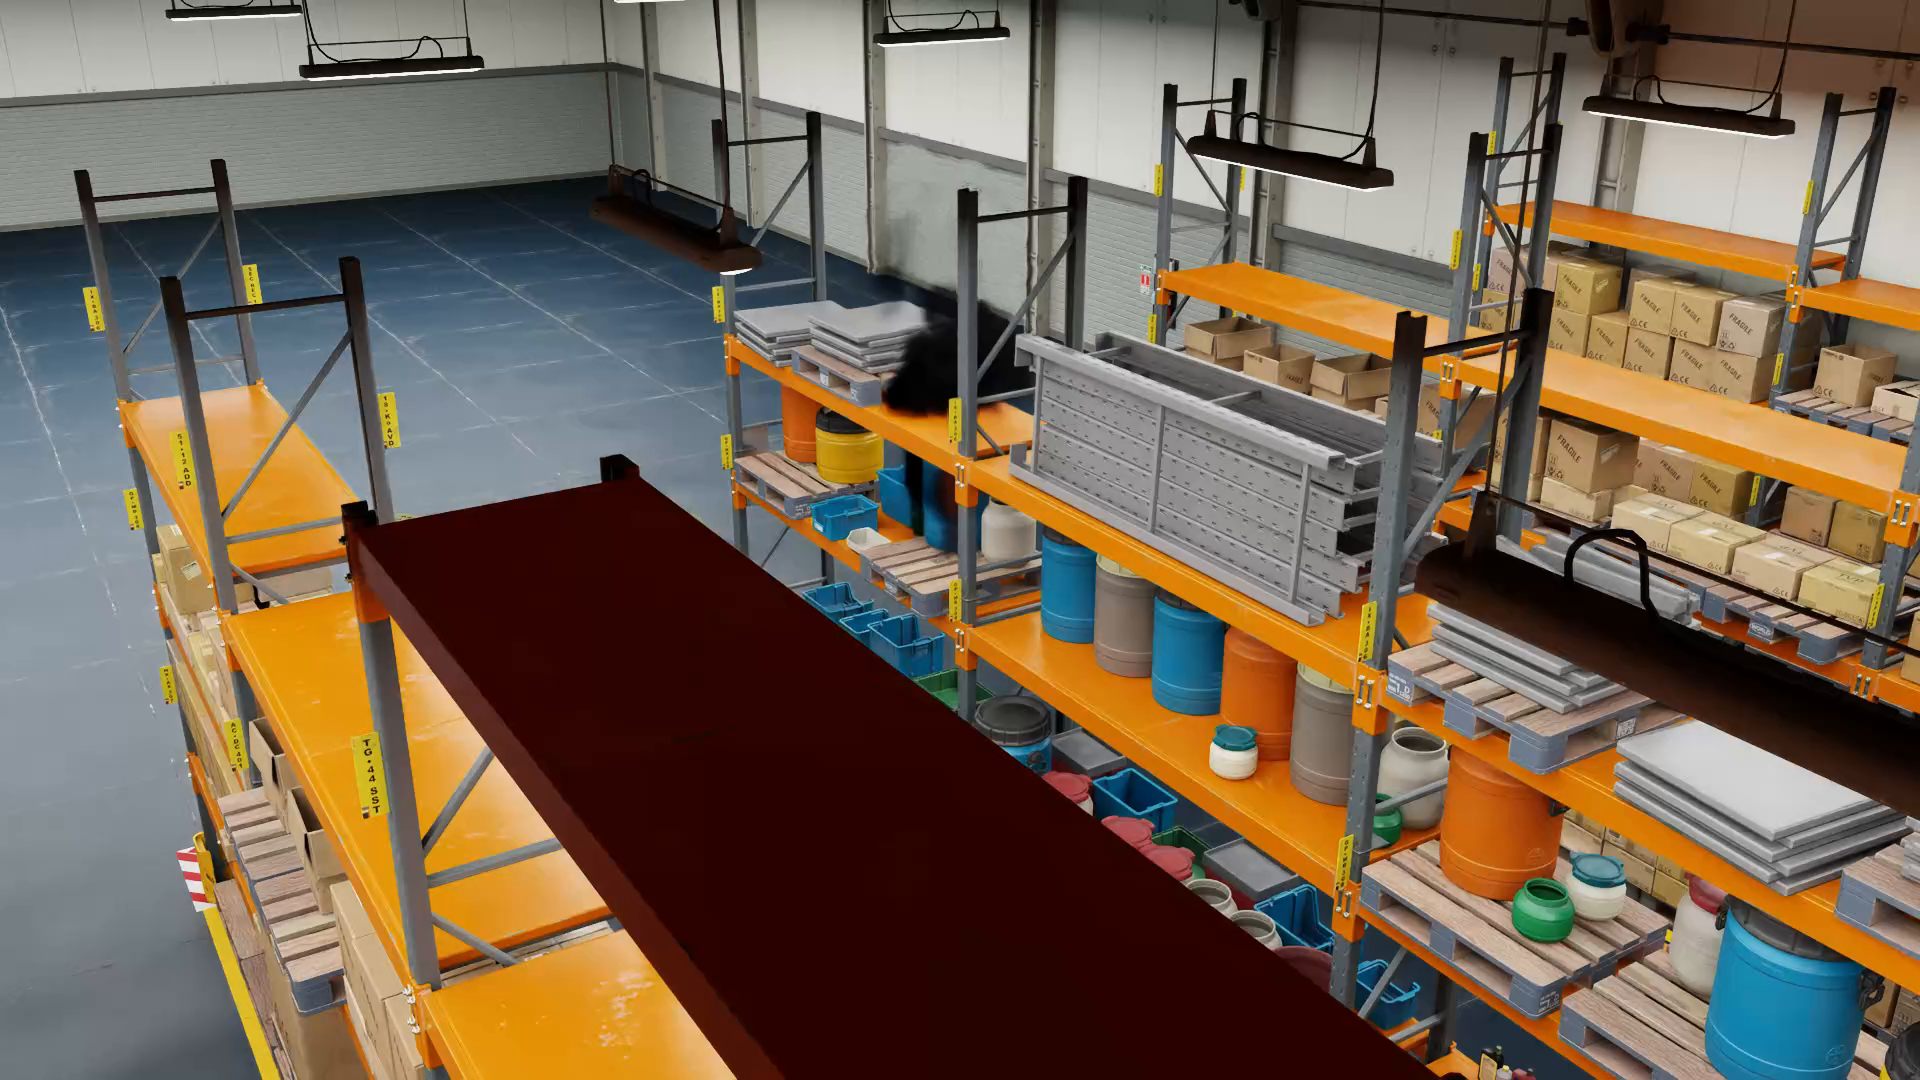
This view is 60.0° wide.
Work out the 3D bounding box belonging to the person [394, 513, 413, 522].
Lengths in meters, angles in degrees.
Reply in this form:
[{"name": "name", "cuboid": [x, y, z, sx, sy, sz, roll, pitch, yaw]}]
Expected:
[{"name": "person", "cuboid": [-5.810, 0.567, 17.654, 0.761, 1.821, 0.679, 0, 22, 1]}]
